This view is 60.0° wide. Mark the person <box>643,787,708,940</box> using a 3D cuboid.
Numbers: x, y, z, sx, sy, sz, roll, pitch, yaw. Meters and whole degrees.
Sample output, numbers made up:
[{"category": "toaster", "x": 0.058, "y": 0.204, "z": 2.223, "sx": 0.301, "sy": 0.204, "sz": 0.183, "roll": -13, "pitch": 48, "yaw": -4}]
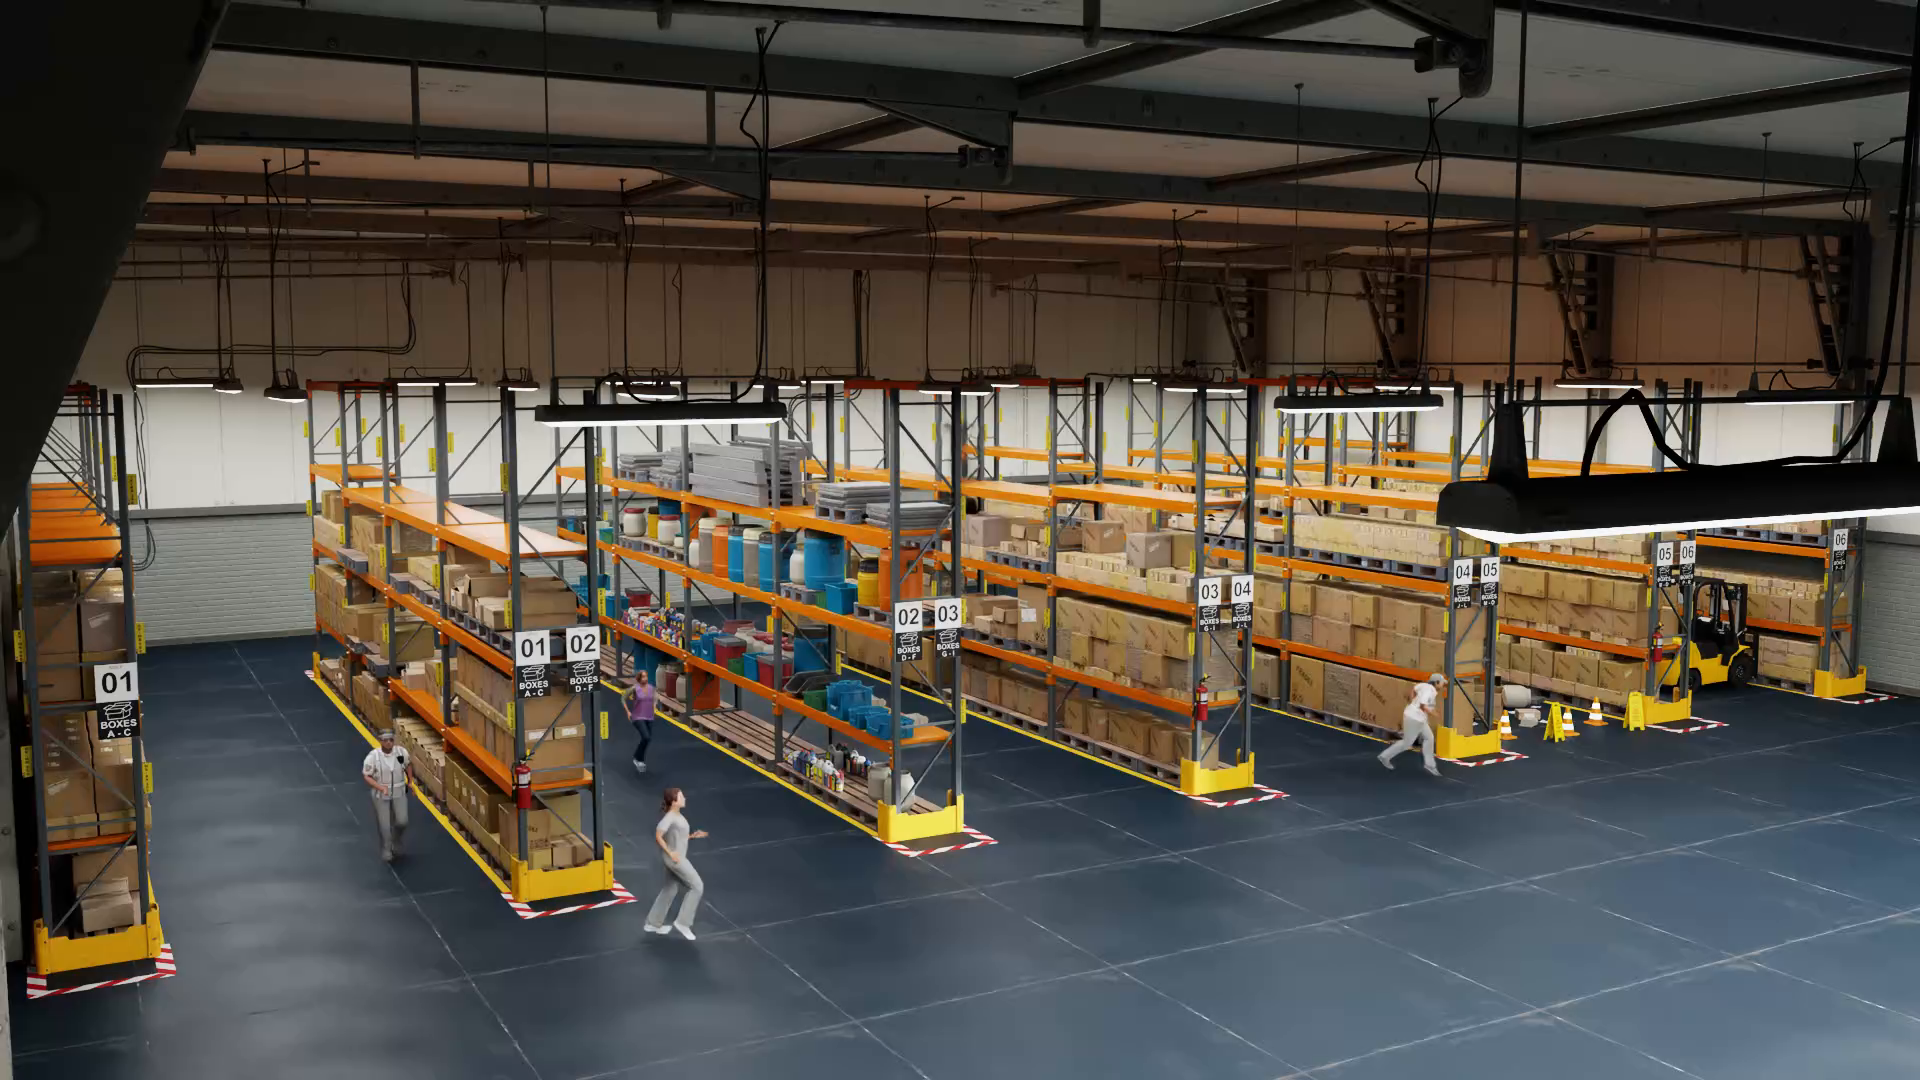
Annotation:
[{"category": "person", "x": -3.135, "y": 3.564, "z": 18.321, "sx": 0.726, "sy": 1.708, "sz": 0.542, "roll": -1, "pitch": 6, "yaw": -12}]

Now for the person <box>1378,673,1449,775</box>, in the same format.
[{"category": "person", "x": 6.986, "y": 2.846, "z": 25.659, "sx": 1.035, "sy": 1.627, "sz": 0.614, "roll": 1, "pitch": 6, "yaw": 8}]

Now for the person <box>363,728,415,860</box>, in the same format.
[{"category": "person", "x": -7.227, "y": 3.225, "z": 21.110, "sx": 0.646, "sy": 1.729, "sz": 0.671, "roll": -3, "pitch": 7, "yaw": -30}]

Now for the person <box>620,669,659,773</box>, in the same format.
[{"category": "person", "x": -4.909, "y": 2.844, "z": 25.760, "sx": 0.507, "sy": 1.498, "sz": 0.662, "roll": -6, "pitch": 8, "yaw": -43}]
